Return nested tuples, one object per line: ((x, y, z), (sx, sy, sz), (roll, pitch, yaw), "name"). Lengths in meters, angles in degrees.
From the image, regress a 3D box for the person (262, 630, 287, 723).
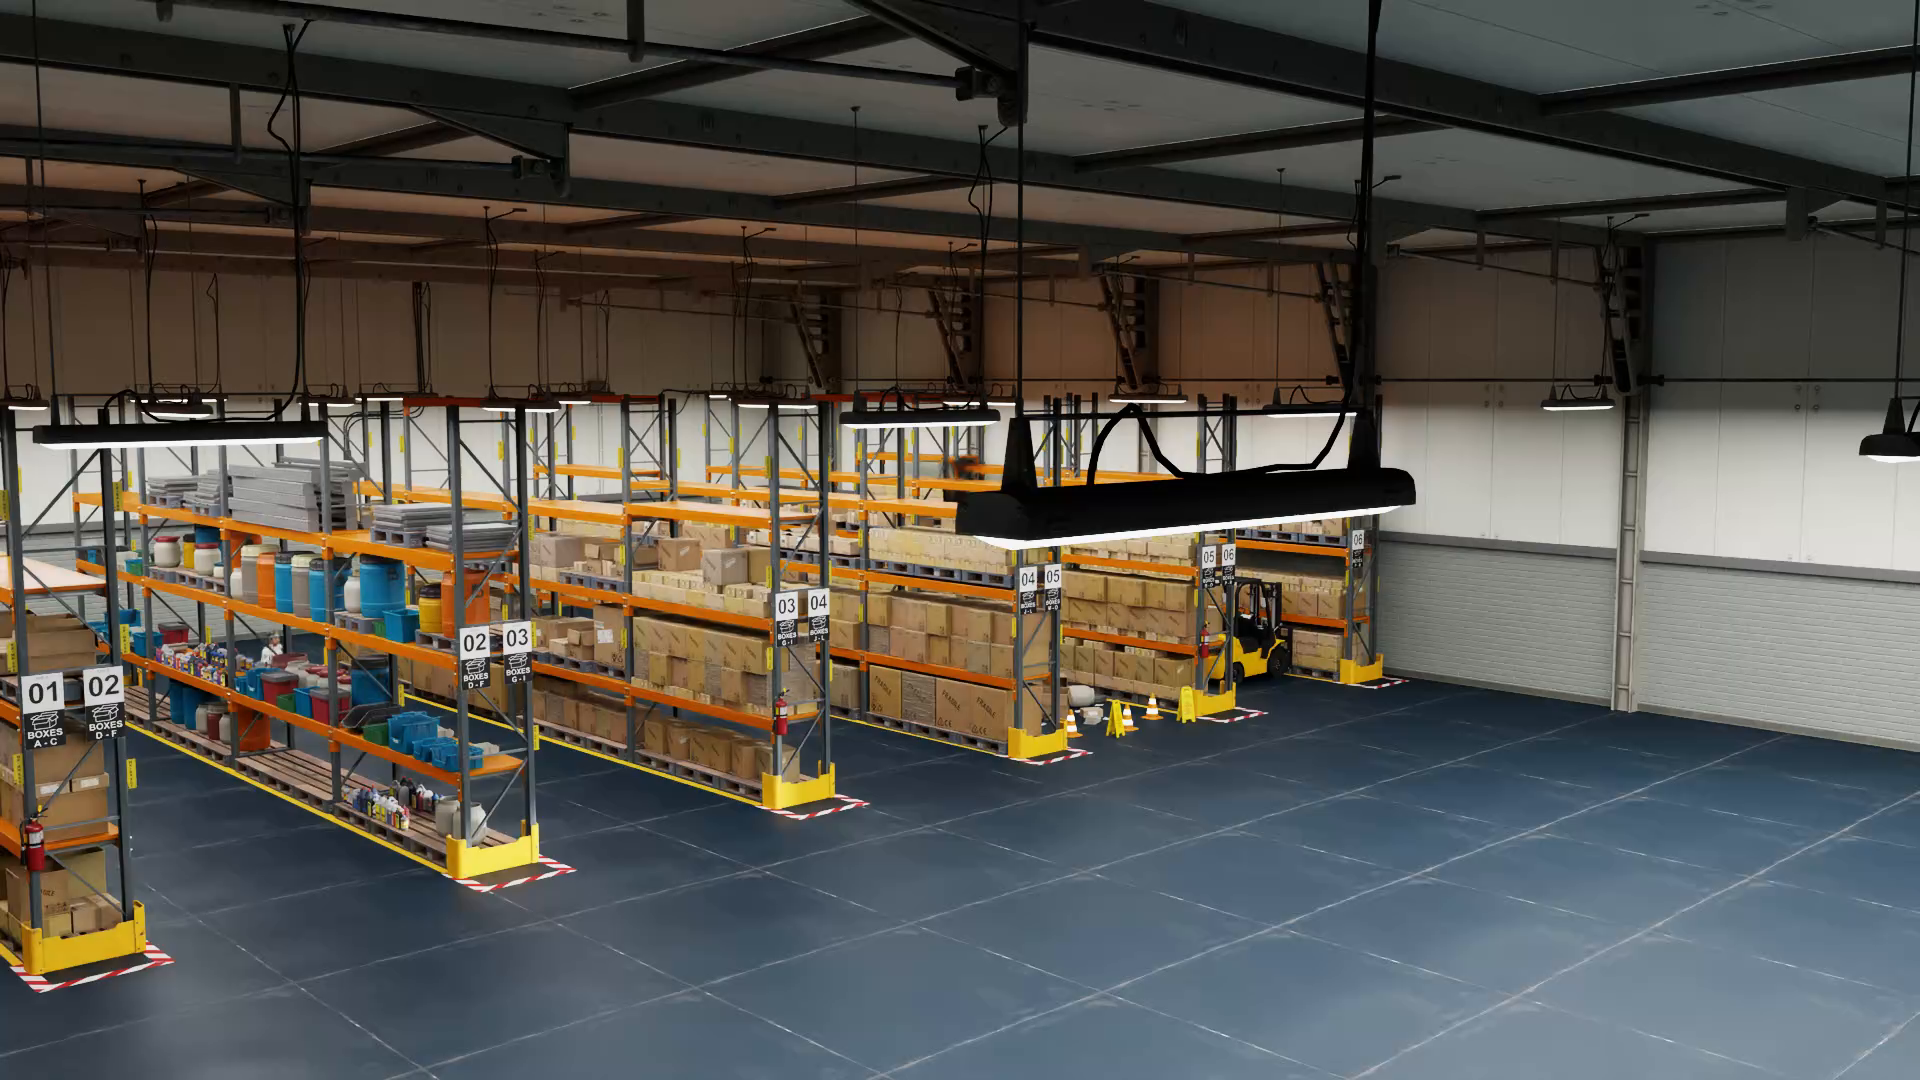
((-12.664, 2.524, 30.754), (0.813, 1.737, 0.554), (5, 7, 41), "person")
